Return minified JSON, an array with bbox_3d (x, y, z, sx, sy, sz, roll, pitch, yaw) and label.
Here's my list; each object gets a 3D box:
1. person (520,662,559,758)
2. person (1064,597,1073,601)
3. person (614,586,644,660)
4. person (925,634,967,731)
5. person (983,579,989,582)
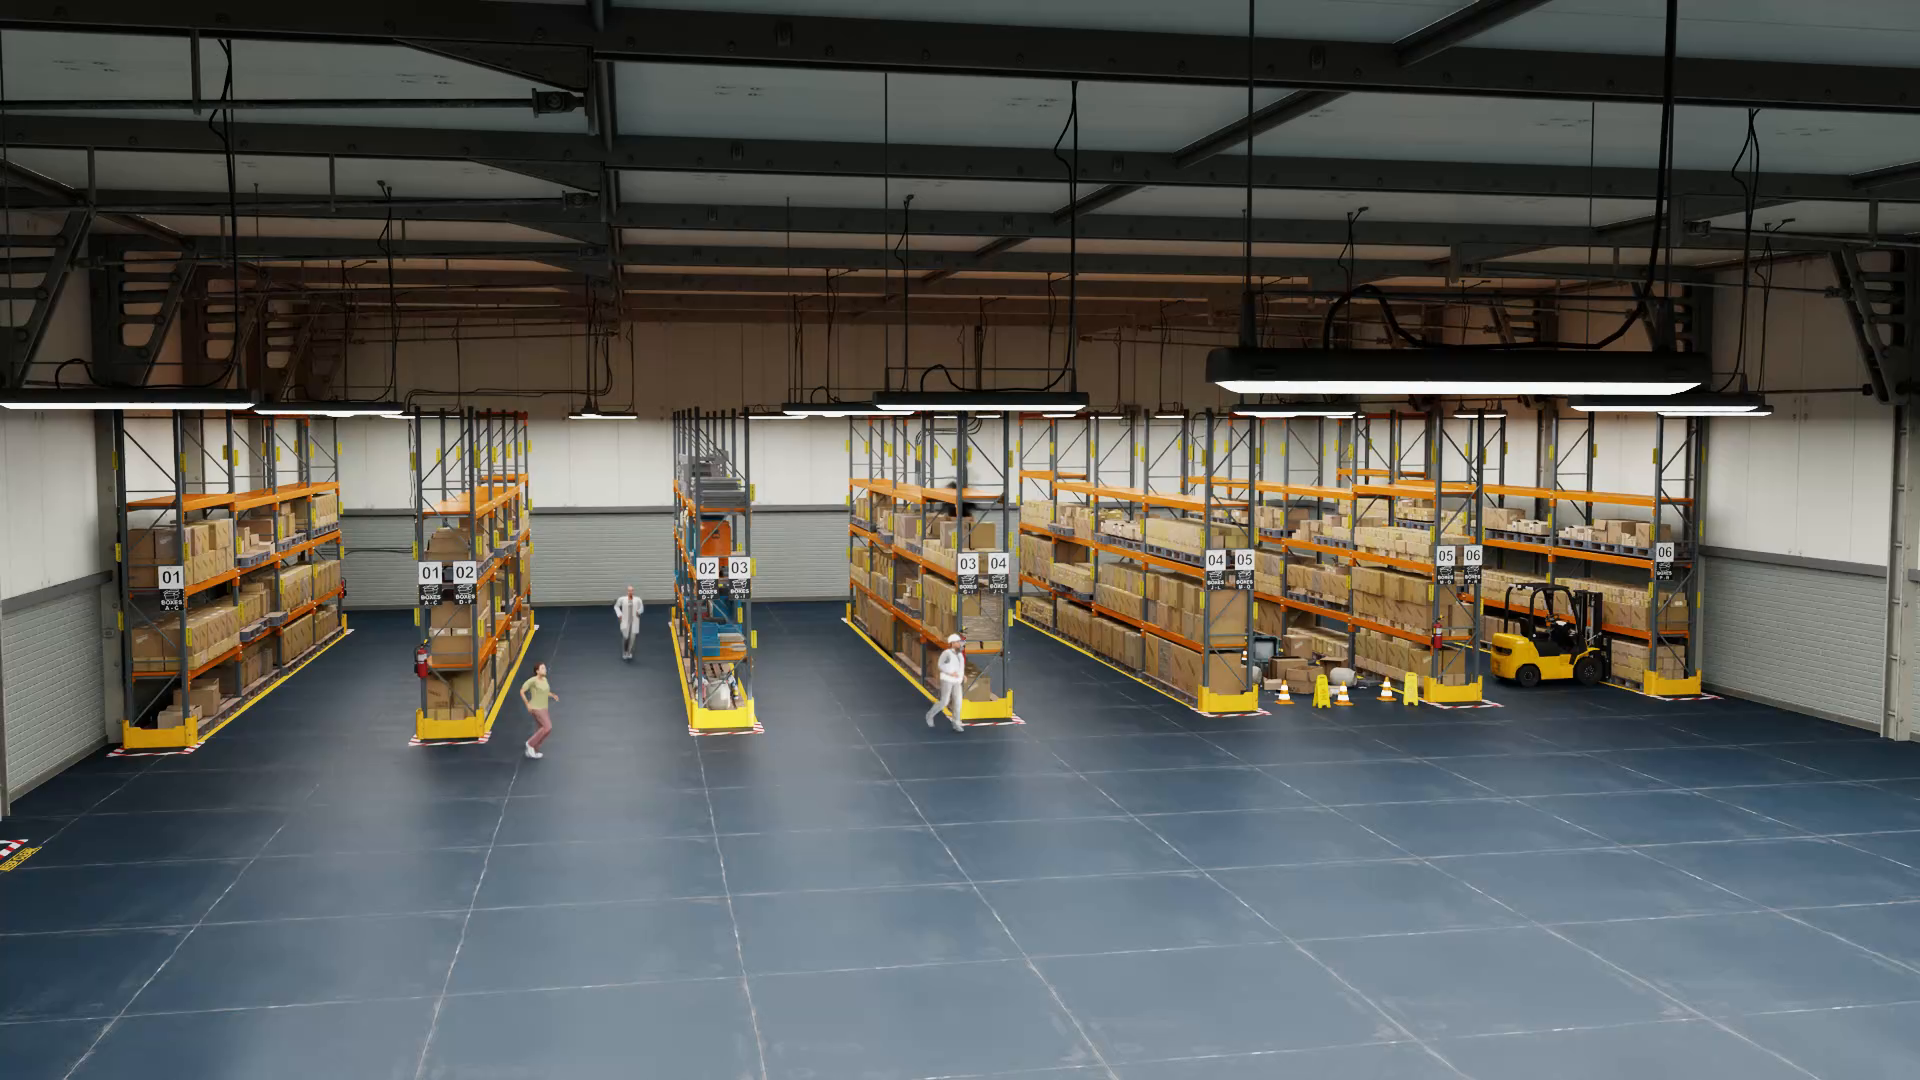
[{"bbox_3d":[-7.126,2.893,28.290,0.567,1.629,0.584,1,4,16],"label":"person"},{"bbox_3d":[3.208,1.397,49.612,0.685,1.631,0.556,-3,5,-38],"label":"person"},{"bbox_3d":[-7.942,2.004,39.995,0.680,1.777,0.745,-1,4,-17],"label":"person"},{"bbox_3d":[-0.135,2.633,30.976,0.880,1.760,0.728,4,6,43],"label":"person"},{"bbox_3d":[0.939,1.415,48.957,0.742,1.760,0.701,4,5,41],"label":"person"}]
